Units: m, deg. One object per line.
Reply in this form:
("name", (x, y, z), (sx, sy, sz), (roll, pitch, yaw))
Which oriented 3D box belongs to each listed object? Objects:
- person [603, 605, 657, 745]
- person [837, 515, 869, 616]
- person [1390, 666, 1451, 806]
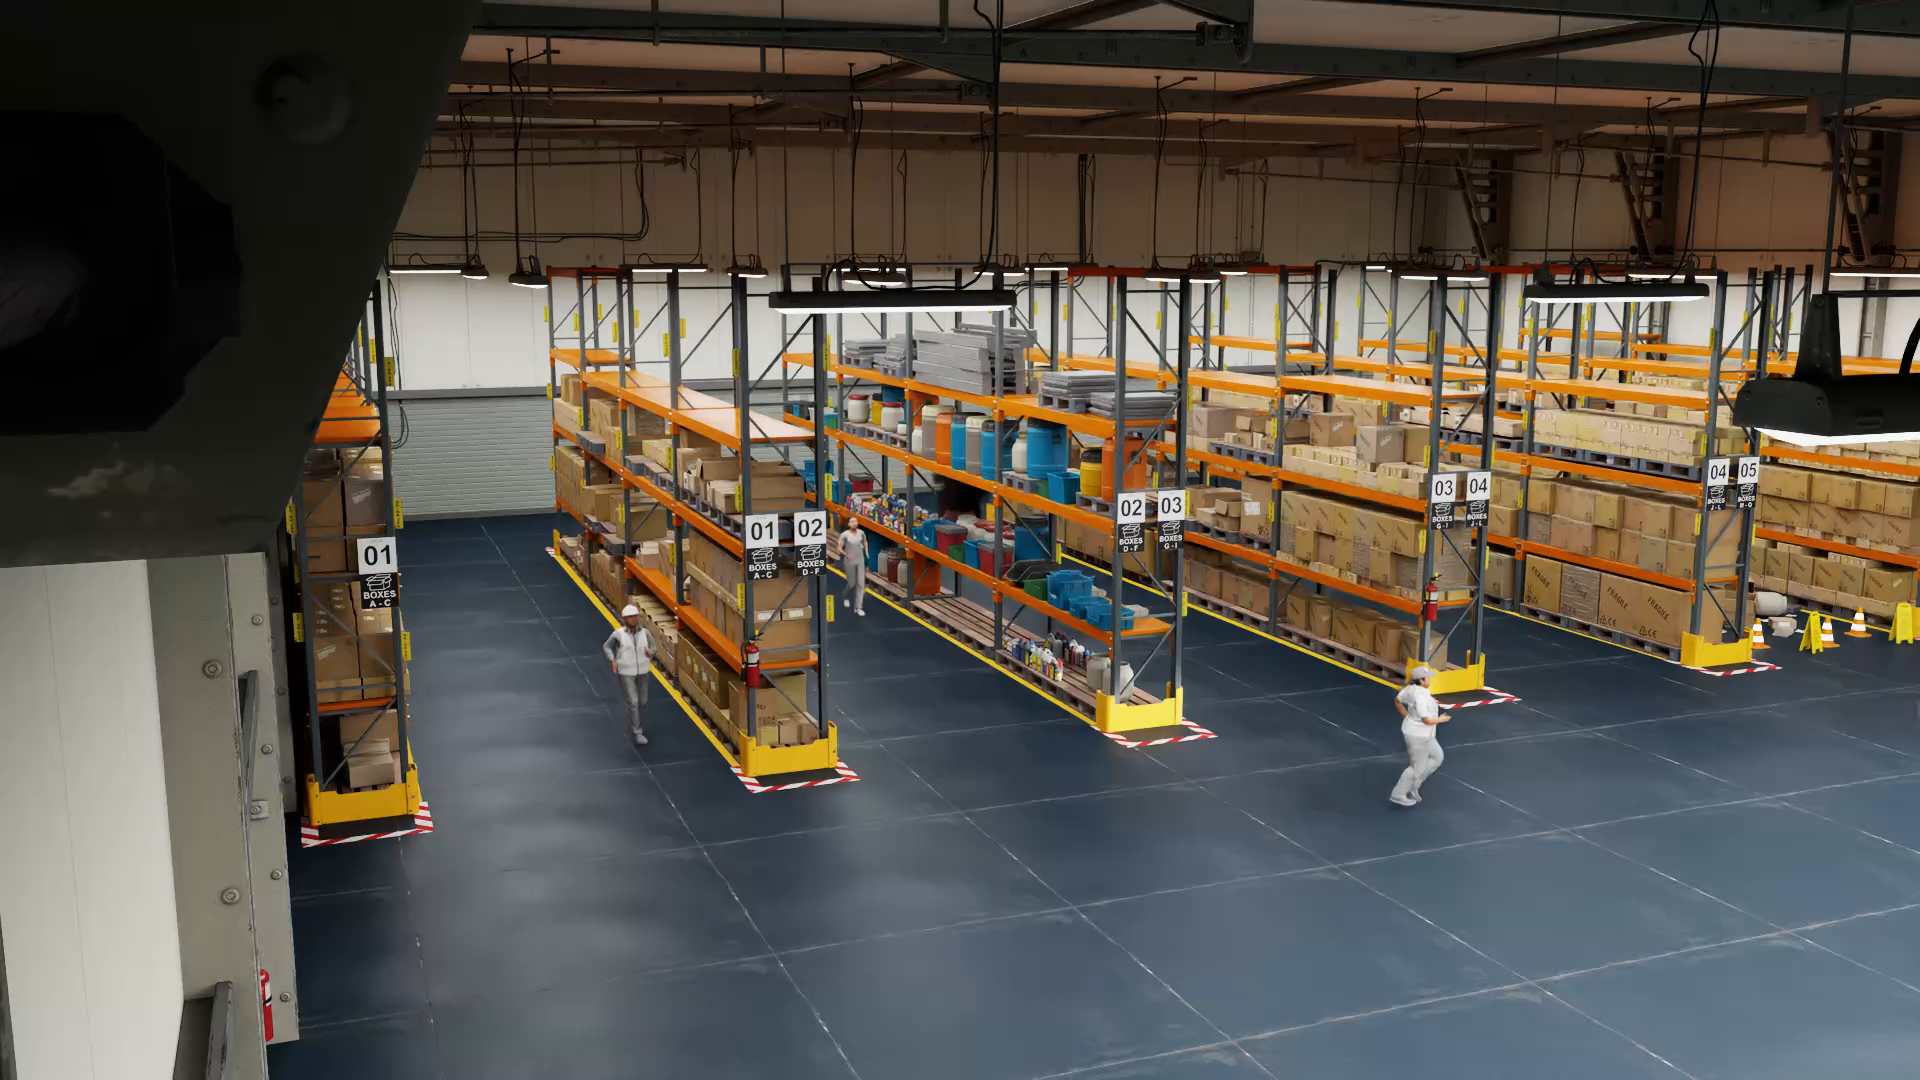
("person", (-4.257, 1.712, 21.652), (0.663, 1.749, 0.958), (-6, 12, -31))
("person", (-1.763, 0.402, 27.955), (0.582, 1.650, 0.793), (-4, 11, -24))
("person", (5.275, 2.240, 19.034), (0.643, 1.648, 0.579), (1, 10, 7))
